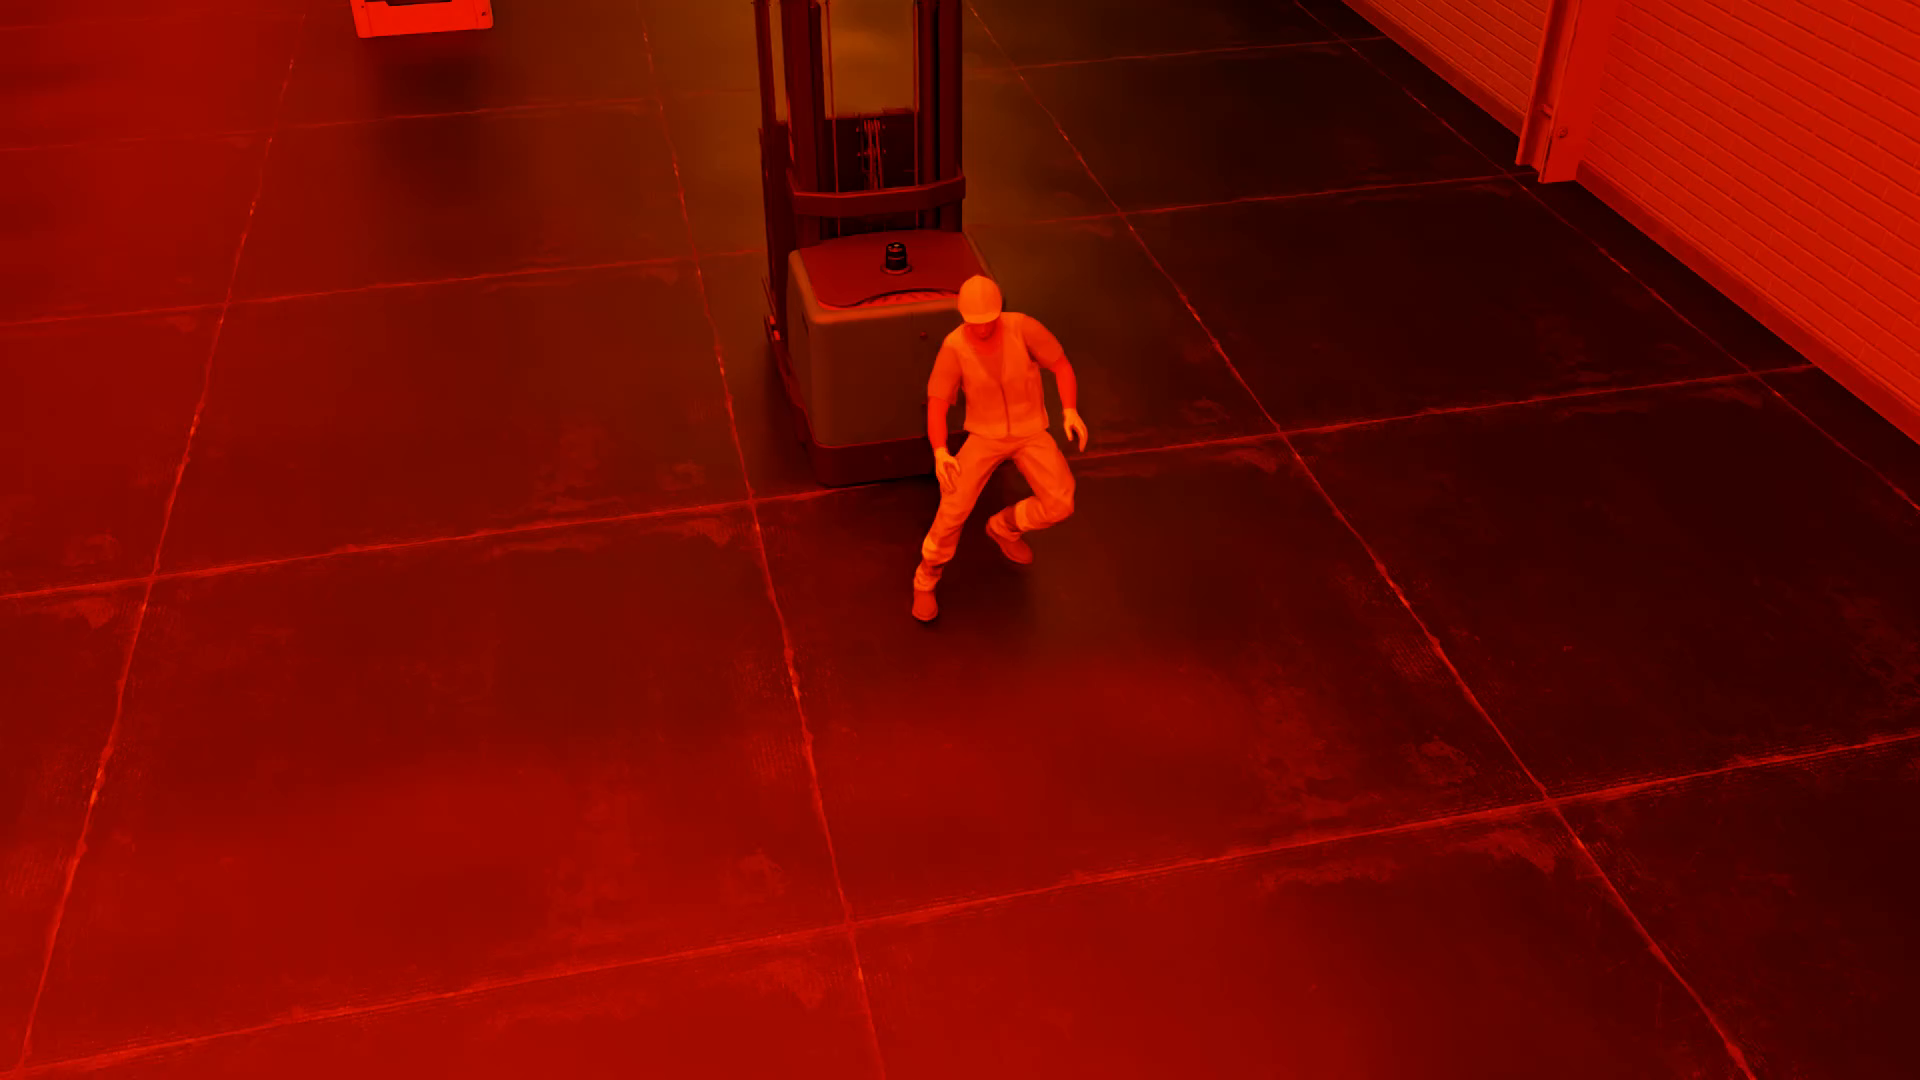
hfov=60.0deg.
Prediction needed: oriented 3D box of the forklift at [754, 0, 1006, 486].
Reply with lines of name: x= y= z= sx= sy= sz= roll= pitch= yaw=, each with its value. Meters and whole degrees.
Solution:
forklift: x=-0.585 y=-2.338 z=9.299 sx=1.130 sy=2.935 sz=3.031 roll=-8 pitch=36 yaw=-11

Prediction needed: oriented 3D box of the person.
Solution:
person: x=0.164 y=-0.433 z=7.789 sx=0.846 sy=1.613 sz=0.733 roll=-4 pitch=36 yaw=-5
